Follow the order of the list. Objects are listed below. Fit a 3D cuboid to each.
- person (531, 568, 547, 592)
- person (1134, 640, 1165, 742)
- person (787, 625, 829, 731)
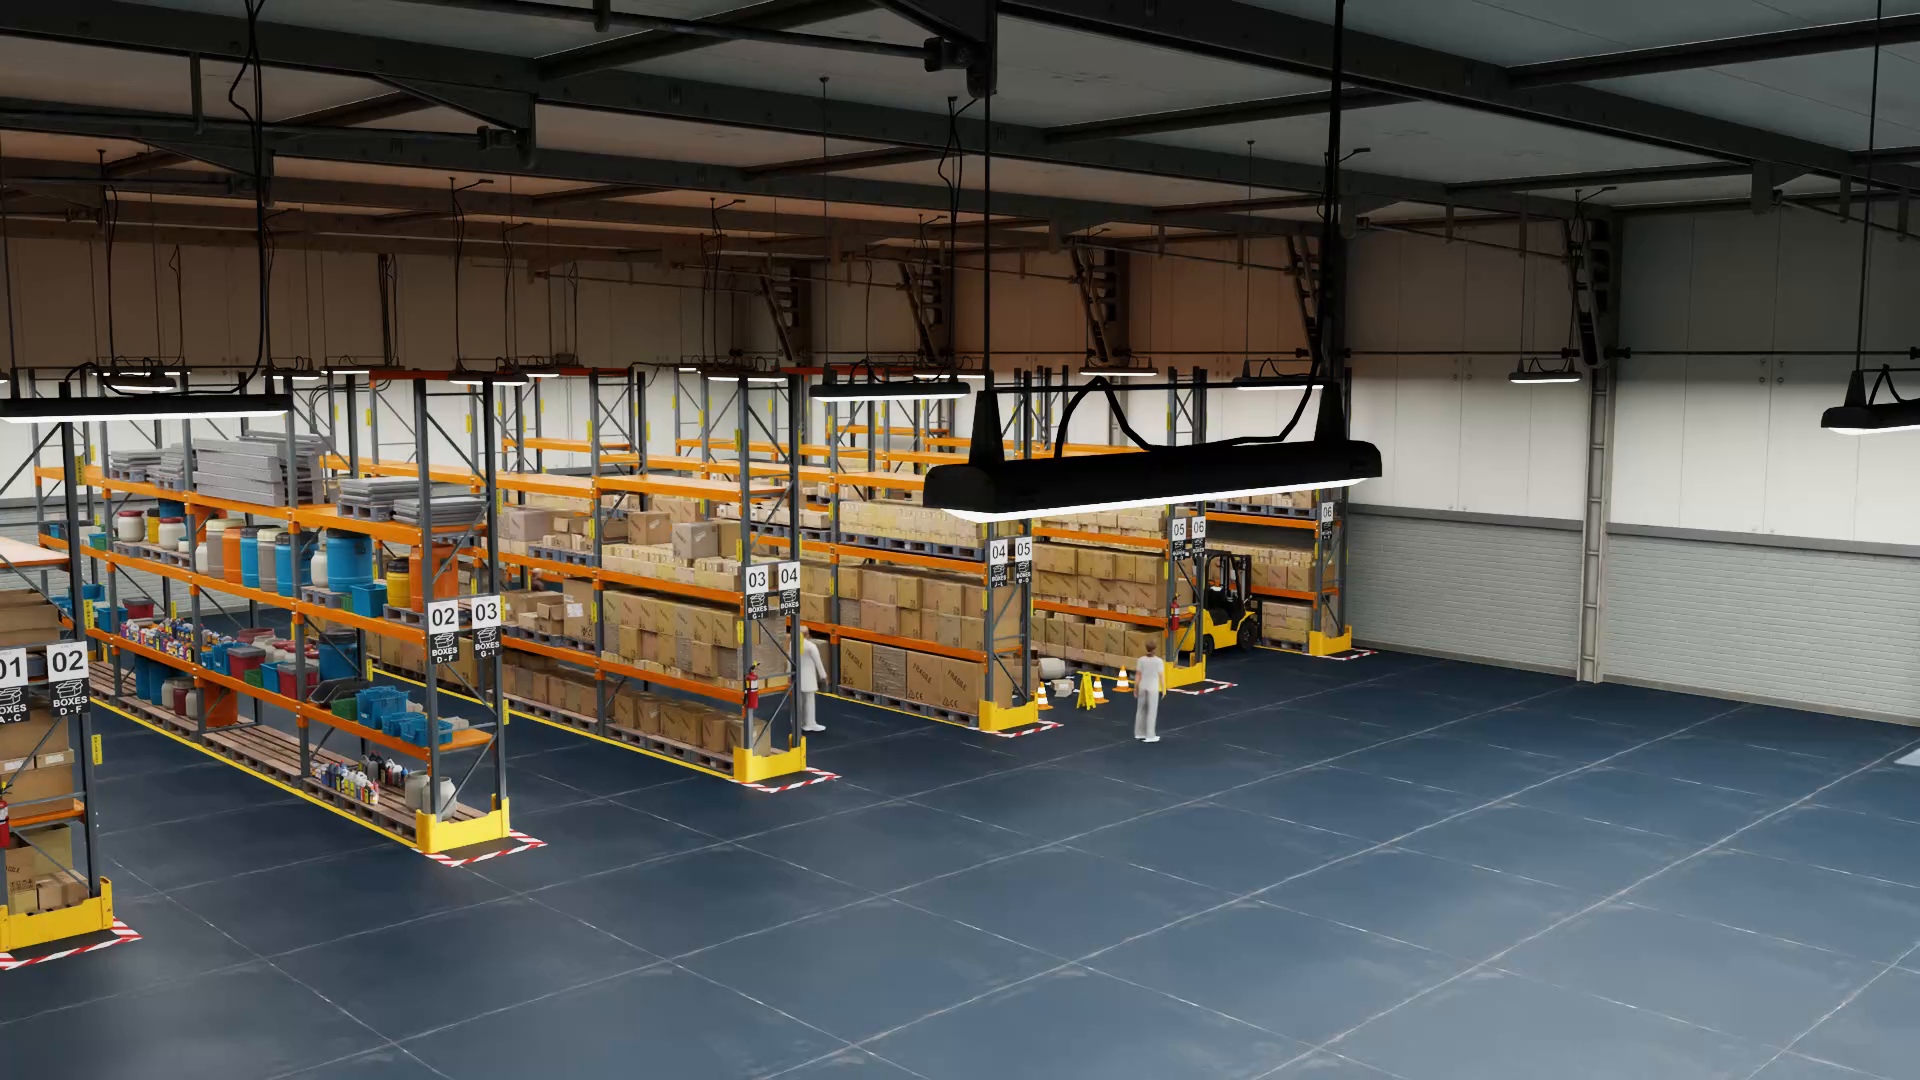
[{"bbox_3d":[-8.875,1.461,35.261,0.637,1.774,0.488,3,7,26],"label":"person"},{"bbox_3d":[3.100,2.451,27.136,0.503,1.676,0.397,4,7,31],"label":"person"},{"bbox_3d":[-2.549,2.328,27.870,0.543,1.835,0.661,-5,8,-36],"label":"person"}]
